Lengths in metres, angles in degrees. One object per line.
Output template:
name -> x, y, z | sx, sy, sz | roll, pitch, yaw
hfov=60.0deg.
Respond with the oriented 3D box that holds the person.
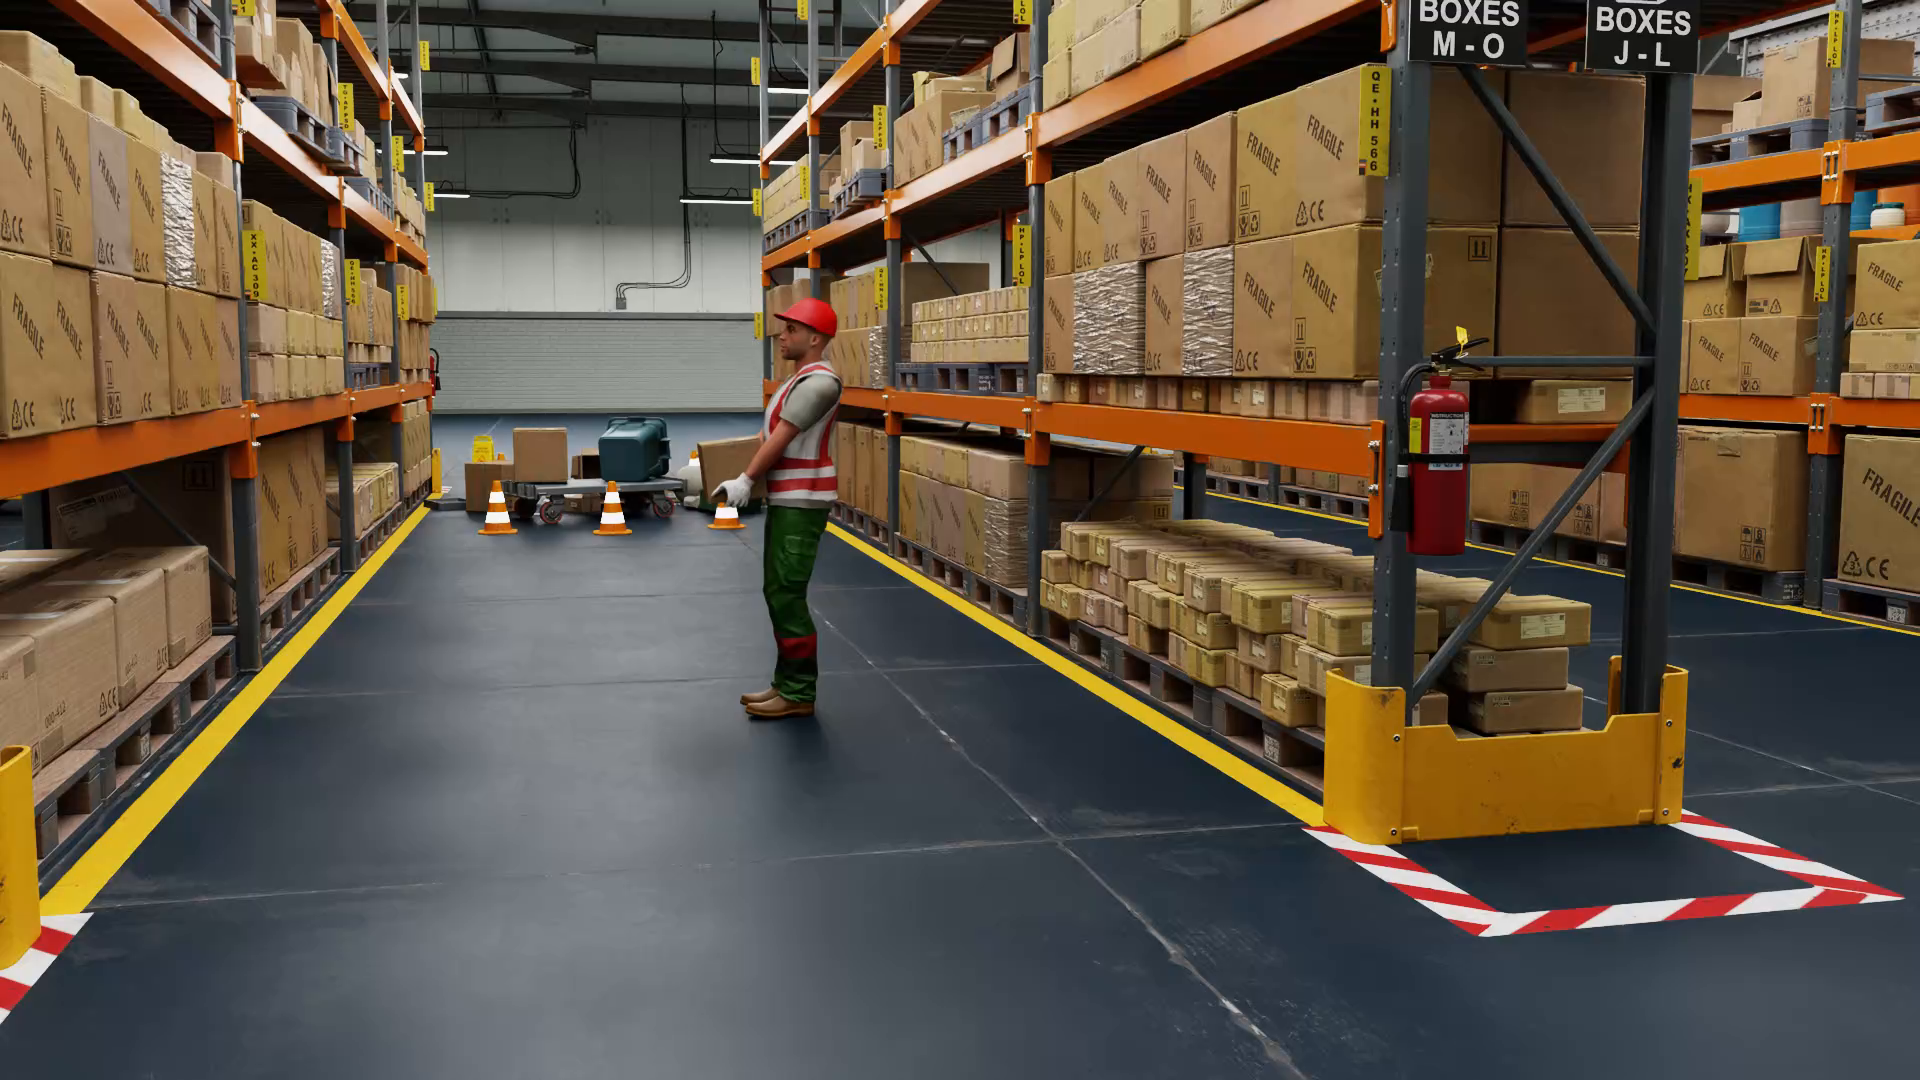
person -> -0.791, -0.139, 7.116 | 0.559, 1.782, 0.494 | -1, 6, -13
